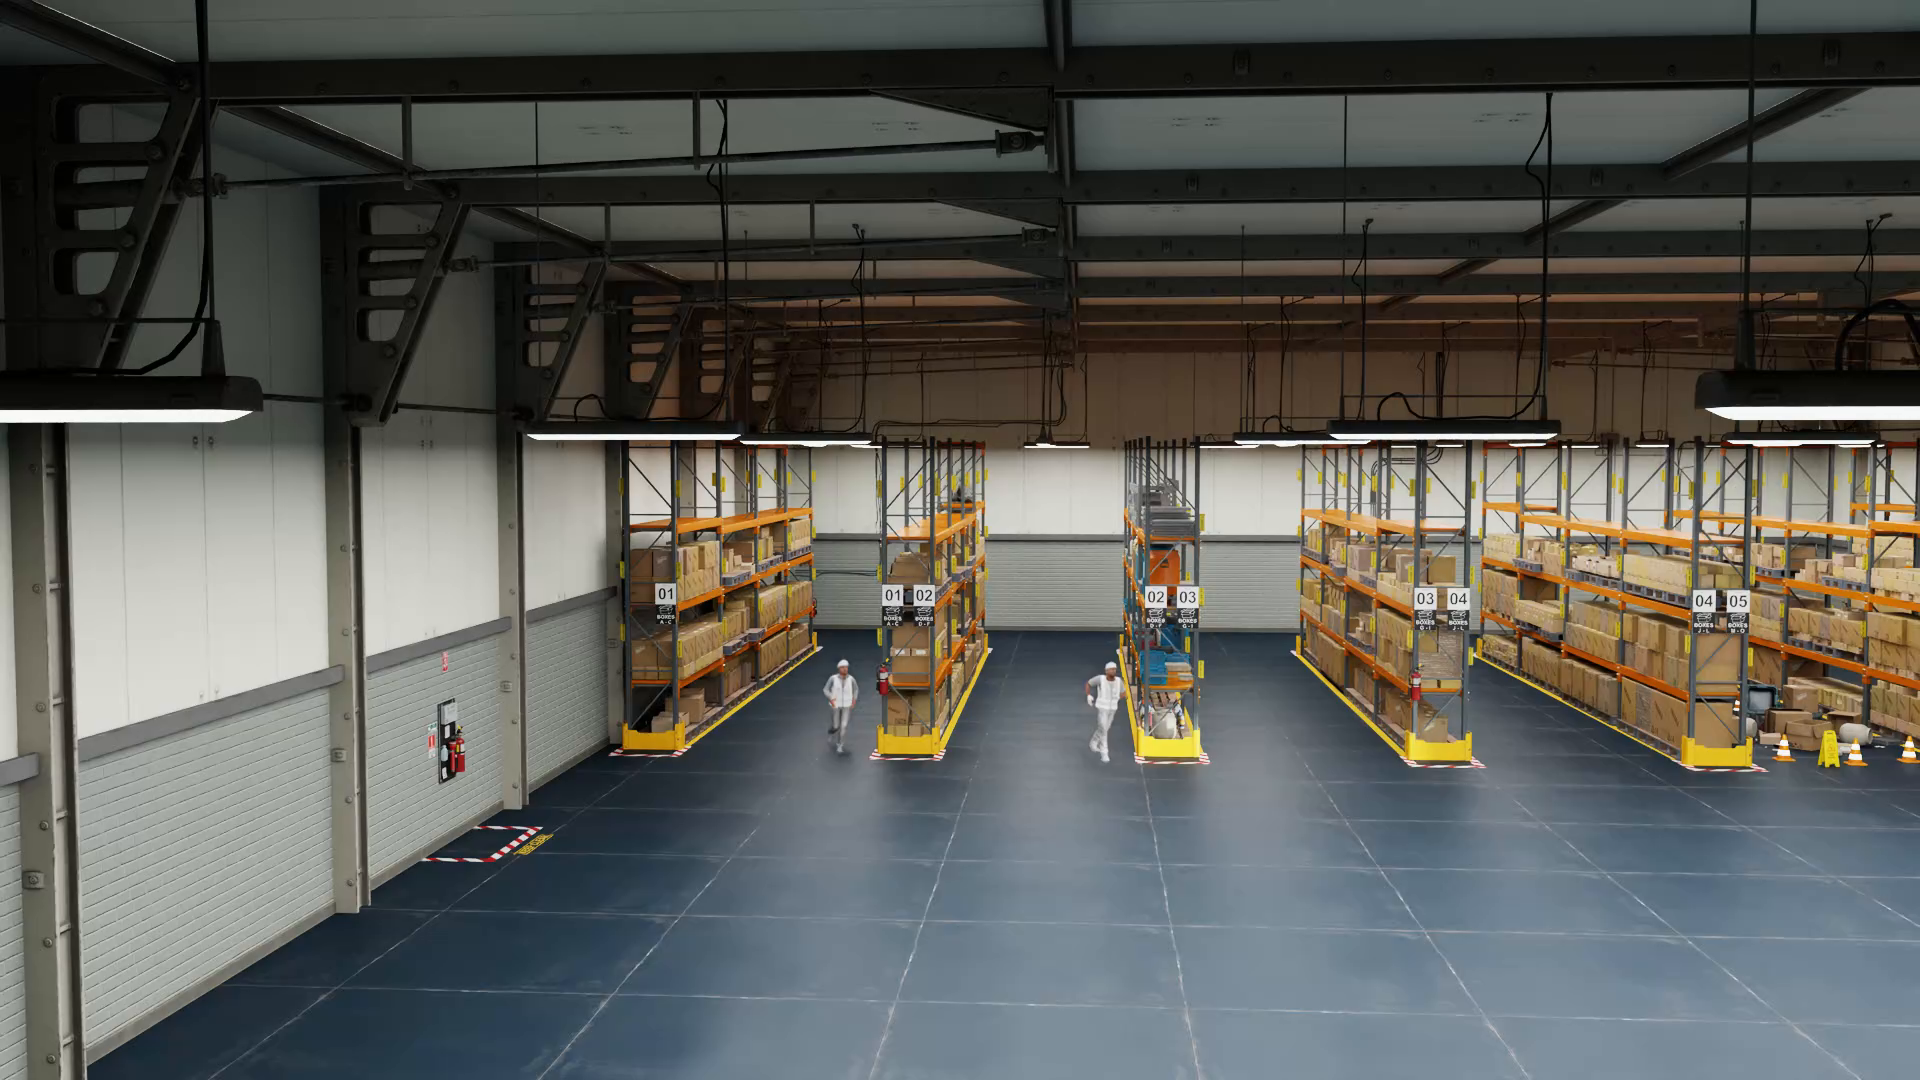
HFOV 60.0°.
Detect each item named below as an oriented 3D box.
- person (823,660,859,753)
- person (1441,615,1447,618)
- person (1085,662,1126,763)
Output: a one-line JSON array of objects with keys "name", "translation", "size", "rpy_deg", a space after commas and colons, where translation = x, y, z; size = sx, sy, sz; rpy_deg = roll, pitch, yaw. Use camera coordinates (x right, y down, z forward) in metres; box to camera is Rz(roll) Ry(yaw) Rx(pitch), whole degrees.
[{"name": "person", "translation": [-2.259, 3.170, 31.826], "size": [0.689, 1.762, 0.650], "rpy_deg": [-1, 3, -16]}, {"name": "person", "translation": [13.191, 2.450, 46.278], "size": [0.692, 1.607, 0.553], "rpy_deg": [1, 3, 21]}, {"name": "person", "translation": [2.742, 3.172, 31.054], "size": [0.716, 1.799, 0.935], "rpy_deg": [-1, 3, -25]}]
